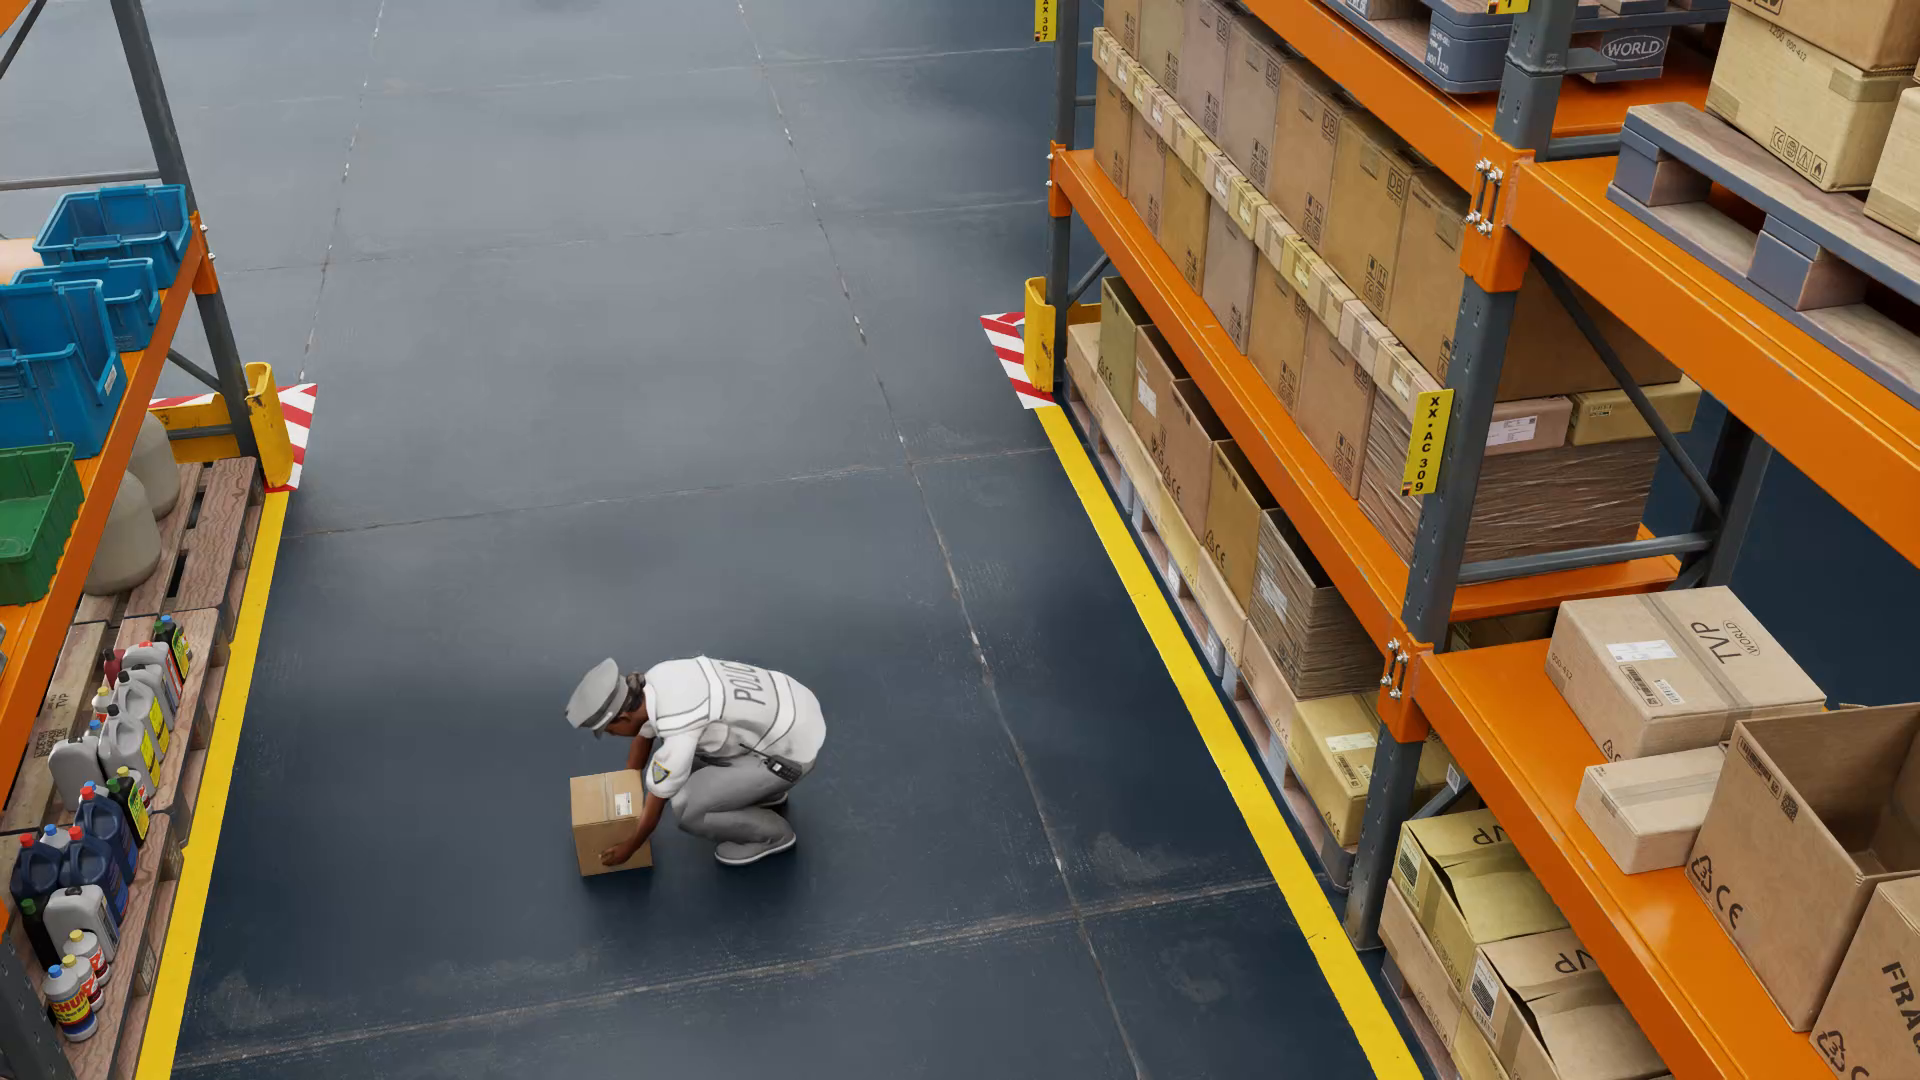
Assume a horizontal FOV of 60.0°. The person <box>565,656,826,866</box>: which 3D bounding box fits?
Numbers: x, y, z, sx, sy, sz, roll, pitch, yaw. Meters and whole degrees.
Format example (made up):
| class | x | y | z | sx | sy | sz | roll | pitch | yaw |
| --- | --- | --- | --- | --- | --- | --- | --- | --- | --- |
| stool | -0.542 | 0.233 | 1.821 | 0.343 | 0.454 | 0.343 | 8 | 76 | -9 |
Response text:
| class | x | y | z | sx | sy | sz | roll | pitch | yaw |
| --- | --- | --- | --- | --- | --- | --- | --- | --- | --- |
| person | -0.903 | 0.723 | 5.809 | 0.868 | 0.863 | 0.479 | -7 | 35 | -10 |
